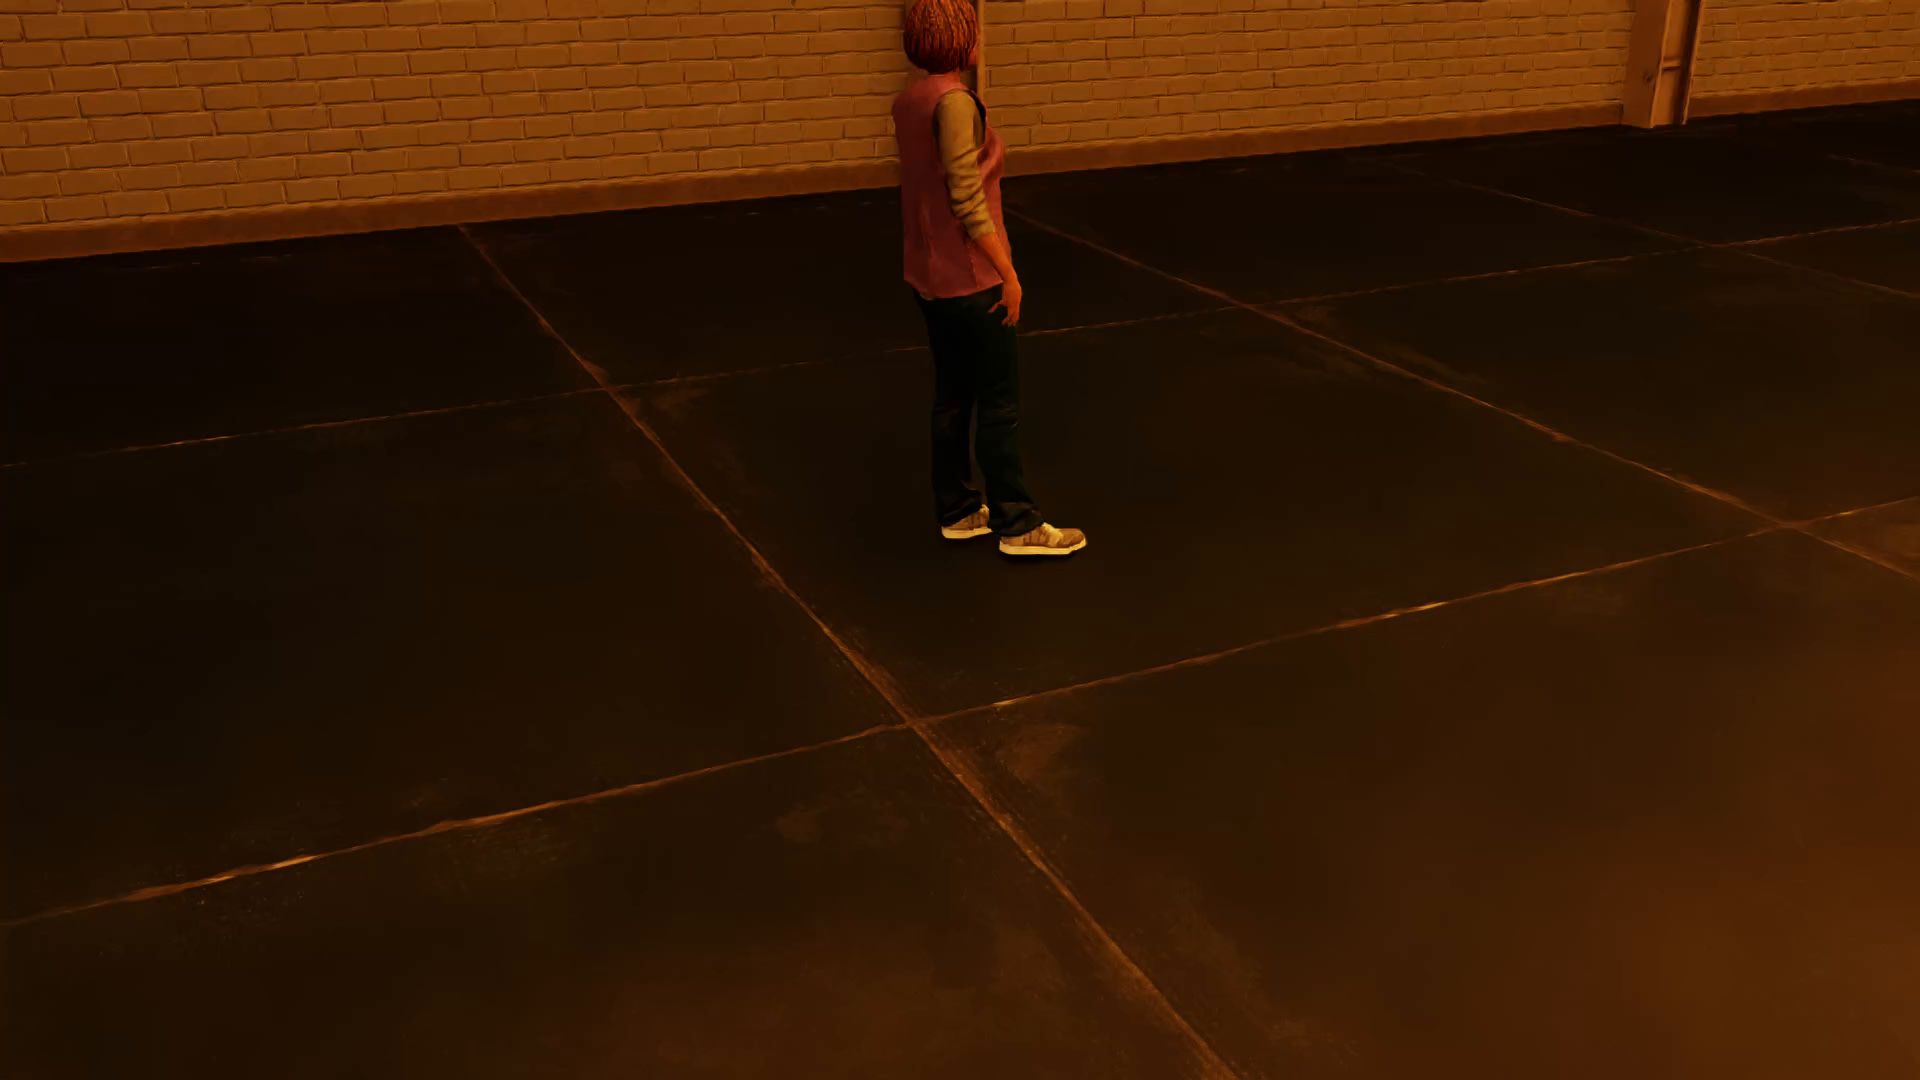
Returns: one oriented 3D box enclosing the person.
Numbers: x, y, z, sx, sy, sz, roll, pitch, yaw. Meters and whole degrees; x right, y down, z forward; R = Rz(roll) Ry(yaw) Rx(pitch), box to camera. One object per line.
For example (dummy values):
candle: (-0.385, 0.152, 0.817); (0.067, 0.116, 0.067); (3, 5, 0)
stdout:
person: (0.073, -0.751, 4.815); (0.474, 1.597, 0.520); (-10, 25, -23)
